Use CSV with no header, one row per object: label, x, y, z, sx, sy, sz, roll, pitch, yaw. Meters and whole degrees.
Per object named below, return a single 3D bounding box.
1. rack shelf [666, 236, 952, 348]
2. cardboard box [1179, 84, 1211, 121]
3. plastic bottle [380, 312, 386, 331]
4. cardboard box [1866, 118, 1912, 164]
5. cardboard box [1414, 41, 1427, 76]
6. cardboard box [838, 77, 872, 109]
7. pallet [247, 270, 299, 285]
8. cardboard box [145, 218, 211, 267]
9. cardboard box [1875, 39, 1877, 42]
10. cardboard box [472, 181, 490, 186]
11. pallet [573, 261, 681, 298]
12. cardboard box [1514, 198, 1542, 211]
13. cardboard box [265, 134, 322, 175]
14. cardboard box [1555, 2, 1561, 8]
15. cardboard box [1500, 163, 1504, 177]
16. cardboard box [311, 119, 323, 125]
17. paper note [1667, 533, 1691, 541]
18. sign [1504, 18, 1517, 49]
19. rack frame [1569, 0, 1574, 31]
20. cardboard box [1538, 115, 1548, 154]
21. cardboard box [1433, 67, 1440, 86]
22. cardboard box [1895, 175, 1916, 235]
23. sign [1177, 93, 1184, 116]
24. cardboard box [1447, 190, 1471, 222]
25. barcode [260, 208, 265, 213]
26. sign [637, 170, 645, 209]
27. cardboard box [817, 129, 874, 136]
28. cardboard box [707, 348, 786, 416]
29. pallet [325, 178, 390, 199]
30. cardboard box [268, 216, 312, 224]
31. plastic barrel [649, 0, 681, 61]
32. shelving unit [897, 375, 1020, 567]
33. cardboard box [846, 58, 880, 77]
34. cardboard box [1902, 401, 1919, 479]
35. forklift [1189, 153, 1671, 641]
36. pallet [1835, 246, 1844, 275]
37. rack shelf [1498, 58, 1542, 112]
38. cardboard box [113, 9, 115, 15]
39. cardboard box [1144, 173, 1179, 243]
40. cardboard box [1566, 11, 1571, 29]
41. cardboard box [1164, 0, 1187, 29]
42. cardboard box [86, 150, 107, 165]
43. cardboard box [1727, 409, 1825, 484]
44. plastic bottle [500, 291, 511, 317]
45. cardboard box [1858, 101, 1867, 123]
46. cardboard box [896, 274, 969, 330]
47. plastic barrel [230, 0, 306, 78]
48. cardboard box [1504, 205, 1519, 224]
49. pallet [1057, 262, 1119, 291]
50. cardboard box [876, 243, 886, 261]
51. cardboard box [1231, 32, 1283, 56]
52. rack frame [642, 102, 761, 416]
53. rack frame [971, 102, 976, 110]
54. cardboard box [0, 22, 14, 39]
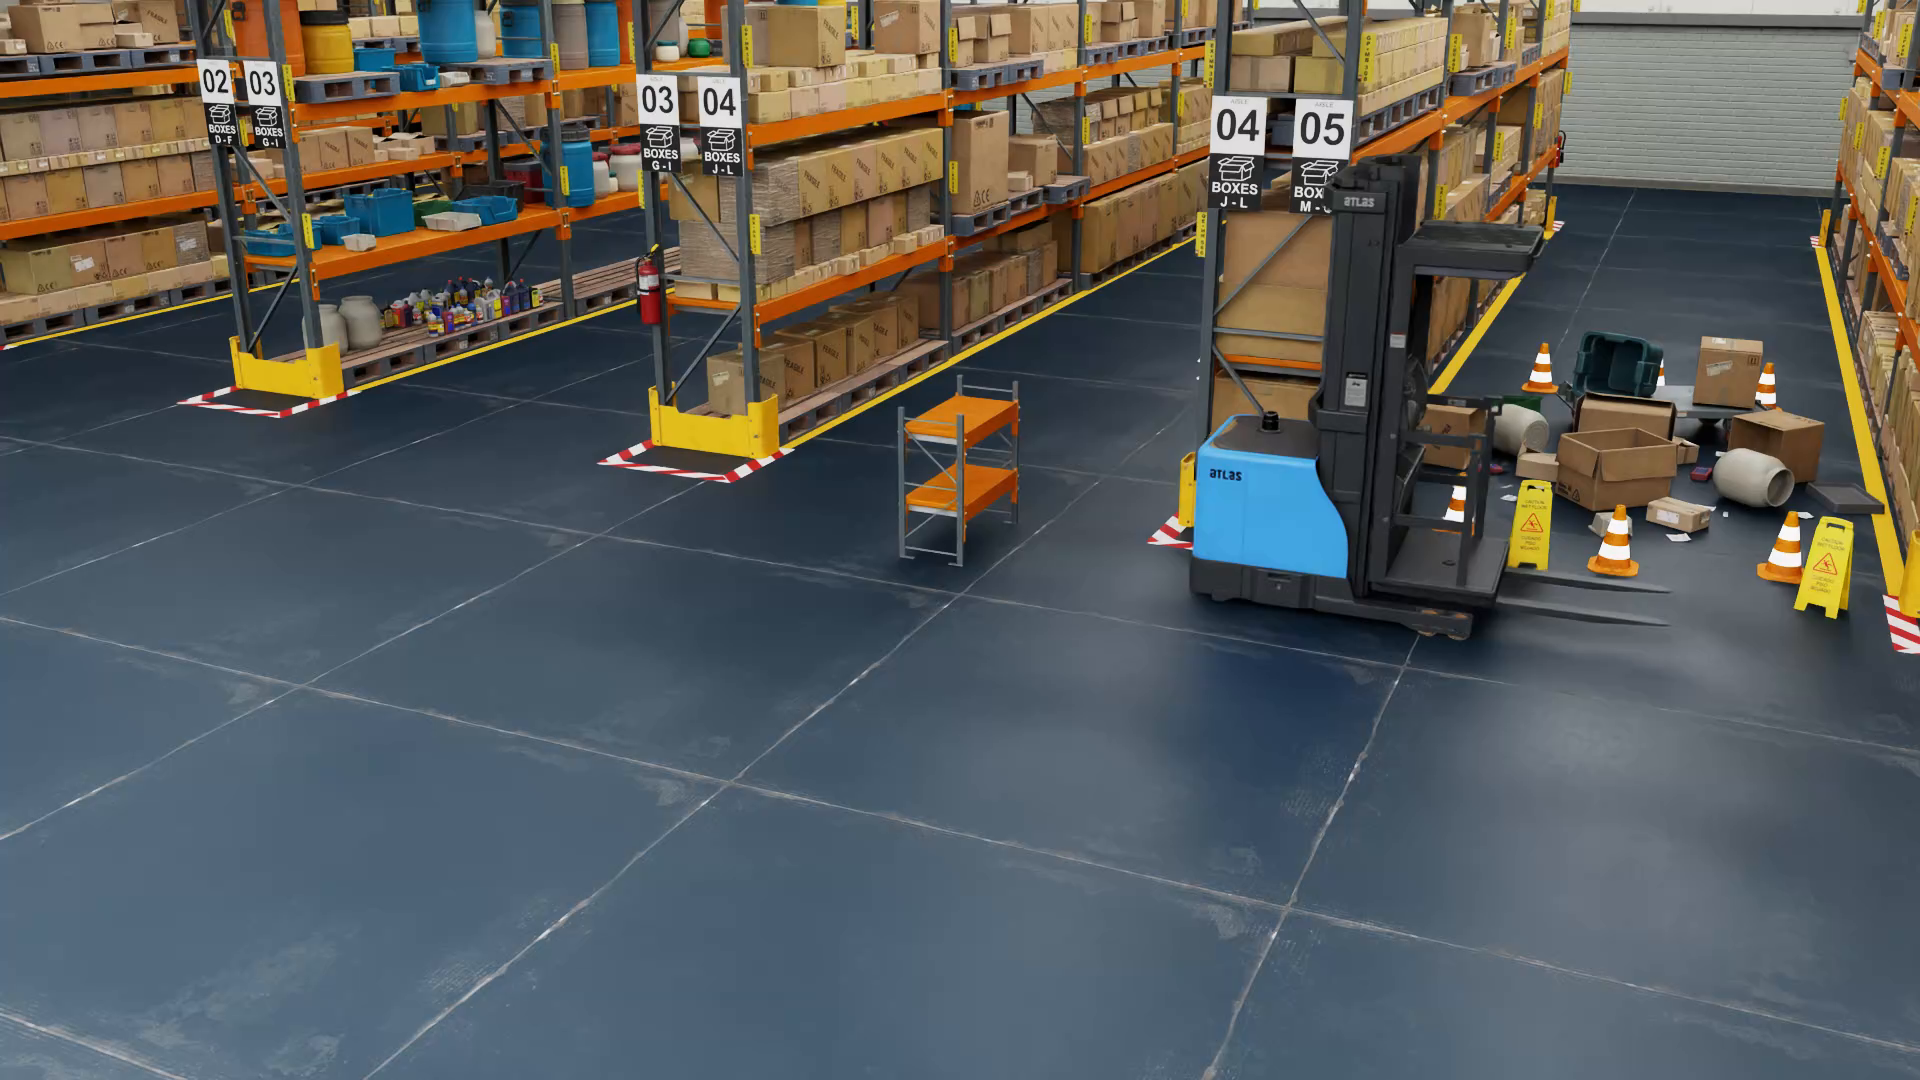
rack shelf,-1.390,-2.492,16.074,1.077,0.370,4.000,9,21,23
cardboard box,3.552,-6.732,25.581,0.500,0.500,0.500,8,21,21
plastic bottle,-6.375,-2.410,18.288,0.097,0.201,0.097,0,20,0
cardboard box,10.913,-4.639,19.396,0.500,0.500,0.500,8,21,21
cardboard box,3.532,-3.966,13.672,0.500,0.250,0.500,8,21,22
cardboard box,-1.155,-4.144,15.391,0.500,0.250,0.500,9,22,24
pallet,-9.341,-3.720,22.614,1.003,0.211,1.213,9,21,23
cardboard box,-9.813,-3.736,20.854,0.500,0.500,0.500,9,21,23
cardboard box,11.824,-6.388,21.078,0.380,0.149,0.250,9,22,24
cardboard box,-7.313,-5.316,26.015,0.500,0.500,0.500,8,21,21
pallet,-4.305,-3.428,21.793,1.003,0.211,1.213,9,21,23
cardboard box,8.473,-5.012,24.826,0.380,0.149,0.250,9,22,25
cardboard box,-9.062,-5.244,22.588,0.500,0.500,0.500,10,22,27
cardboard box,8.496,-7.718,24.101,0.380,0.149,0.250,8,21,21
cardboard box,6.567,-4.628,20.753,0.380,0.149,0.250,8,21,21
cardboard box,-11.292,-7.294,28.846,0.380,0.149,0.250,8,21,21
paper note,5.403,-0.023,12.489,0.148,0.019,0.142,1,20,4
sign,6.054,-5.570,18.287,0.100,0.325,0.005,9,21,23
rack frame,8.827,-9.226,24.982,1.000,3.000,0.127,9,21,23
cardboard box,8.057,-5.782,23.658,0.500,0.500,0.500,8,21,22
cardboard box,3.952,-4.039,14.471,0.380,0.149,0.250,9,21,24
cardboard box,9.083,-3.110,15.516,0.500,0.500,0.500,8,21,21
sign,3.204,-6.325,24.168,0.100,0.325,0.005,9,21,23
cardboard box,4.995,-3.364,17.303,0.500,0.500,0.500,9,21,24
barcode,-9.123,-4.306,21.741,0.001,0.075,0.075,9,21,23
sign,-2.707,-2.997,14.219,0.100,0.325,0.005,9,21,23
cardboard box,-1.190,-3.845,16.719,0.500,0.500,0.500,9,21,23
cardboard box,-1.938,-1.429,15.113,0.500,0.500,0.500,13,23,33
pallet,-11.099,-6.367,30.058,1.003,0.211,1.213,9,21,23
cardboard box,-9.001,-4.214,22.482,0.500,0.311,0.500,8,21,22
plastic barrel,-3.986,-6.773,21.813,0.600,0.901,0.600,0,20,0
shelving unit,0.003,-0.532,12.286,0.538,1.125,1.048,9,21,23
cardboard box,-0.975,-4.431,15.603,0.380,0.149,0.250,10,22,25
cardboard box,7.346,-0.710,12.346,0.500,0.500,0.500,8,21,21
forklift,3.130,-0.938,10.733,3.031,2.935,1.130,8,21,21
pallet,12.627,-3.811,22.869,1.003,0.211,1.213,9,21,23
rack shelf,6.370,-5.640,20.448,1.077,0.370,4.000,9,21,23
cardboard box,-13.105,-7.792,25.243,0.797,0.503,0.637,12,23,30
cardboard box,2.461,-4.887,24.277,1.225,0.875,0.875,9,21,23
cardboard box,8.870,-7.802,24.932,0.500,0.250,0.500,8,21,21
cardboard box,2.971,-7.841,24.639,0.700,0.500,0.500,7,21,20
cardboard box,-10.257,-4.493,19.509,0.380,0.149,0.250,9,21,23
cardboard box,6.790,-0.766,13.872,0.500,0.500,0.500,-9,22,-24
plastic bottle,-5.197,-2.699,18.979,0.061,0.283,0.133,10,22,26
cardboard box,11.903,-5.383,21.487,0.500,0.500,0.500,8,21,22
cardboard box,-0.300,-2.657,18.537,0.700,0.500,0.500,7,21,19
plastic barrel,-6.644,-4.879,15.967,0.600,0.830,0.708,9,21,23
cardboard box,7.115,-4.288,22.034,0.500,0.250,0.500,8,21,21
pallet,1.459,-3.582,22.227,1.003,0.211,1.213,9,21,23
cardboard box,-0.948,-2.843,16.361,0.380,0.149,0.250,9,21,23
cardboard box,2.103,-3.574,11.973,0.380,0.149,0.250,9,21,23
rack frame,-2.209,-2.220,14.234,1.000,3.000,0.127,9,21,23
rack frame,-0.175,-7.791,29.899,1.000,3.000,0.127,9,21,23
cardboard box,-10.786,-5.774,19.048,0.500,0.311,0.500,11,23,29
